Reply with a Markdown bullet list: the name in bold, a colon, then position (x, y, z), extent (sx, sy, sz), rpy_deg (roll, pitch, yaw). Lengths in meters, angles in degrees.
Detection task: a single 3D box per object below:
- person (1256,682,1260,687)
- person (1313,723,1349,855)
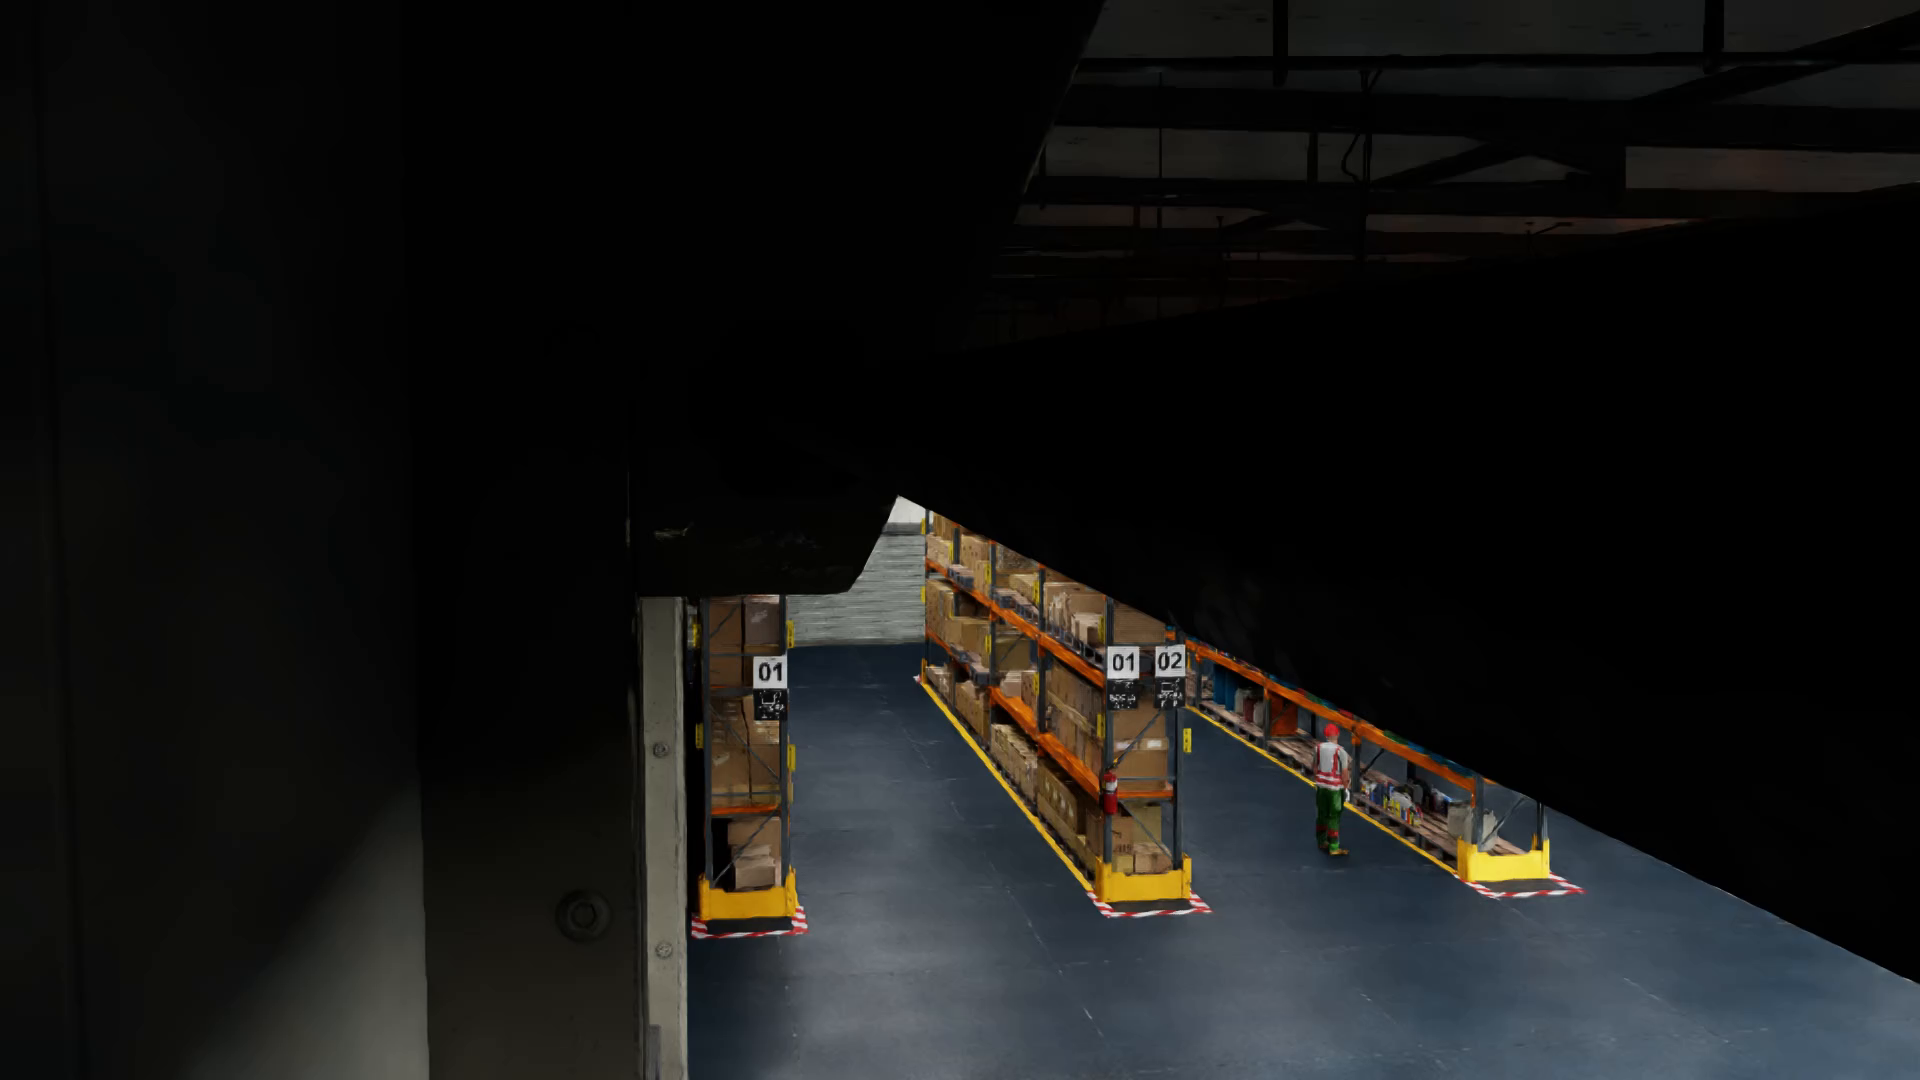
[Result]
- **person**: position (6.314, 2.333, 35.656), extent (0.496, 1.718, 0.703), rpy_deg (-1, 5, -15)
- **person**: position (5.134, 3.404, 22.925), extent (0.442, 1.792, 0.606), rpy_deg (-4, 7, -40)
